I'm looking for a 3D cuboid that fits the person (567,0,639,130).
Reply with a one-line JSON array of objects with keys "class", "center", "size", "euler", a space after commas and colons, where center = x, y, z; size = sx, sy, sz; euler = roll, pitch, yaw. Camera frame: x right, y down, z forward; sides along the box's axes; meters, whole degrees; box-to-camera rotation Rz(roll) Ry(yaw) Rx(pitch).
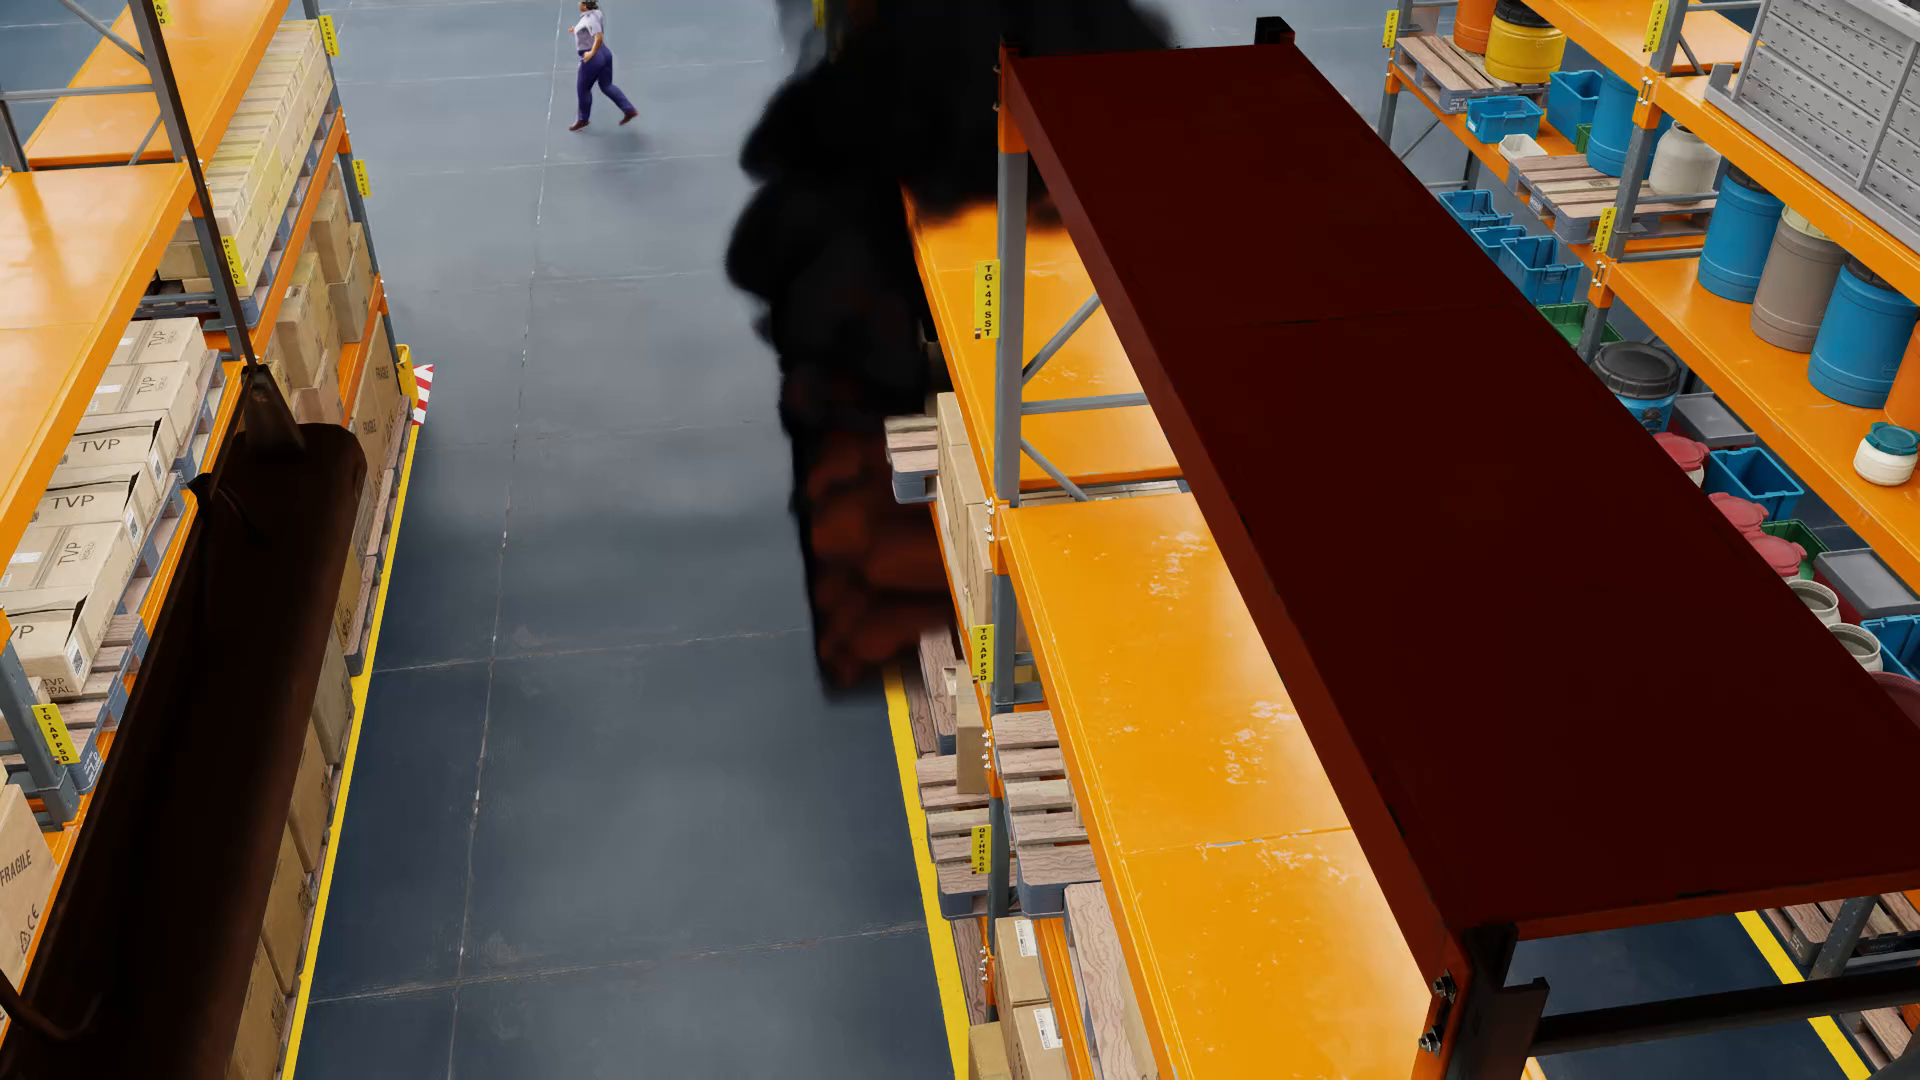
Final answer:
[{"class": "person", "center": [-4.328, -5.681, 19.775], "size": [0.886, 1.670, 0.602], "euler": [9, 37, 12]}]
